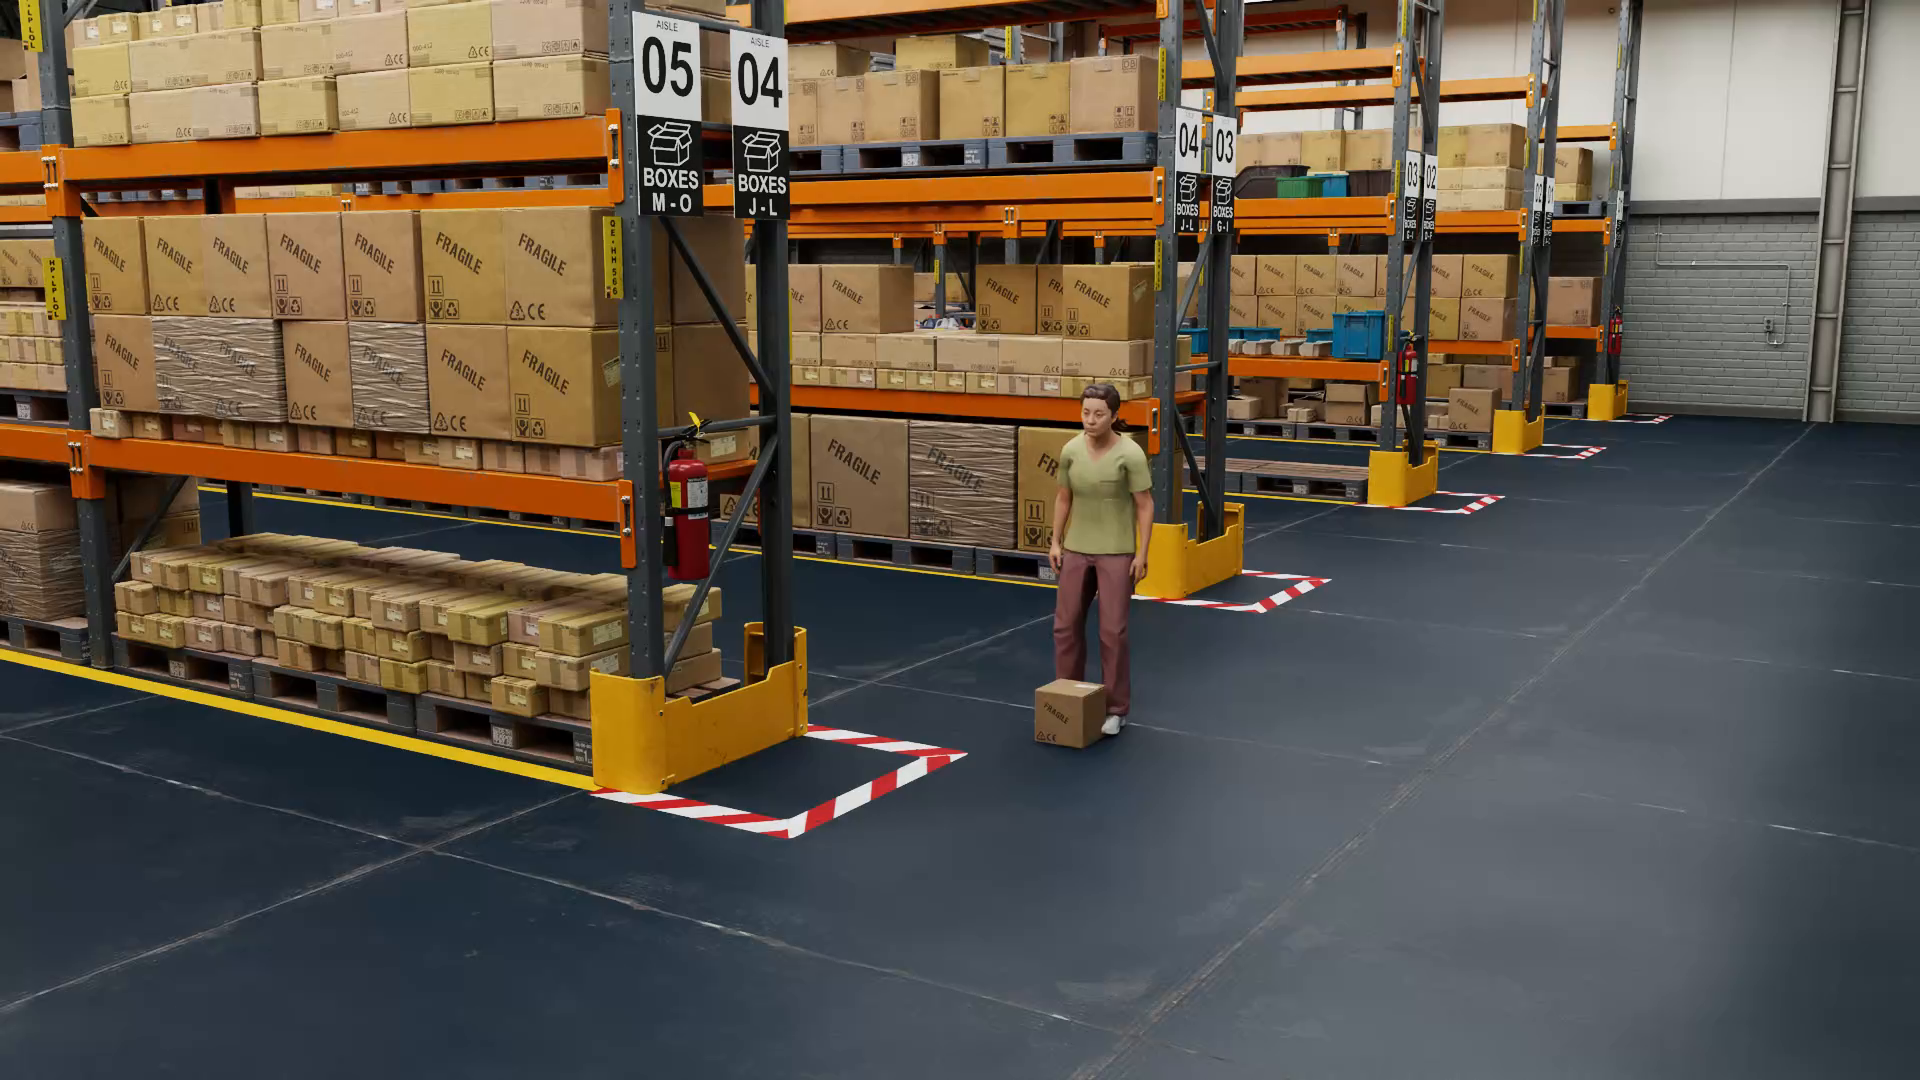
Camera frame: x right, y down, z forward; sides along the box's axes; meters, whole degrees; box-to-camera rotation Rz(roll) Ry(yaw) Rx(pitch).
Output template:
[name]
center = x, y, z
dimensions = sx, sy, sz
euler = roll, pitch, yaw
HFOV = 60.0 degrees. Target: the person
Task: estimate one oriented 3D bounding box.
[person]
center = 0.652, 0.079, 7.921
dimensions = 0.521, 1.671, 0.360
euler = 5, 11, 28
